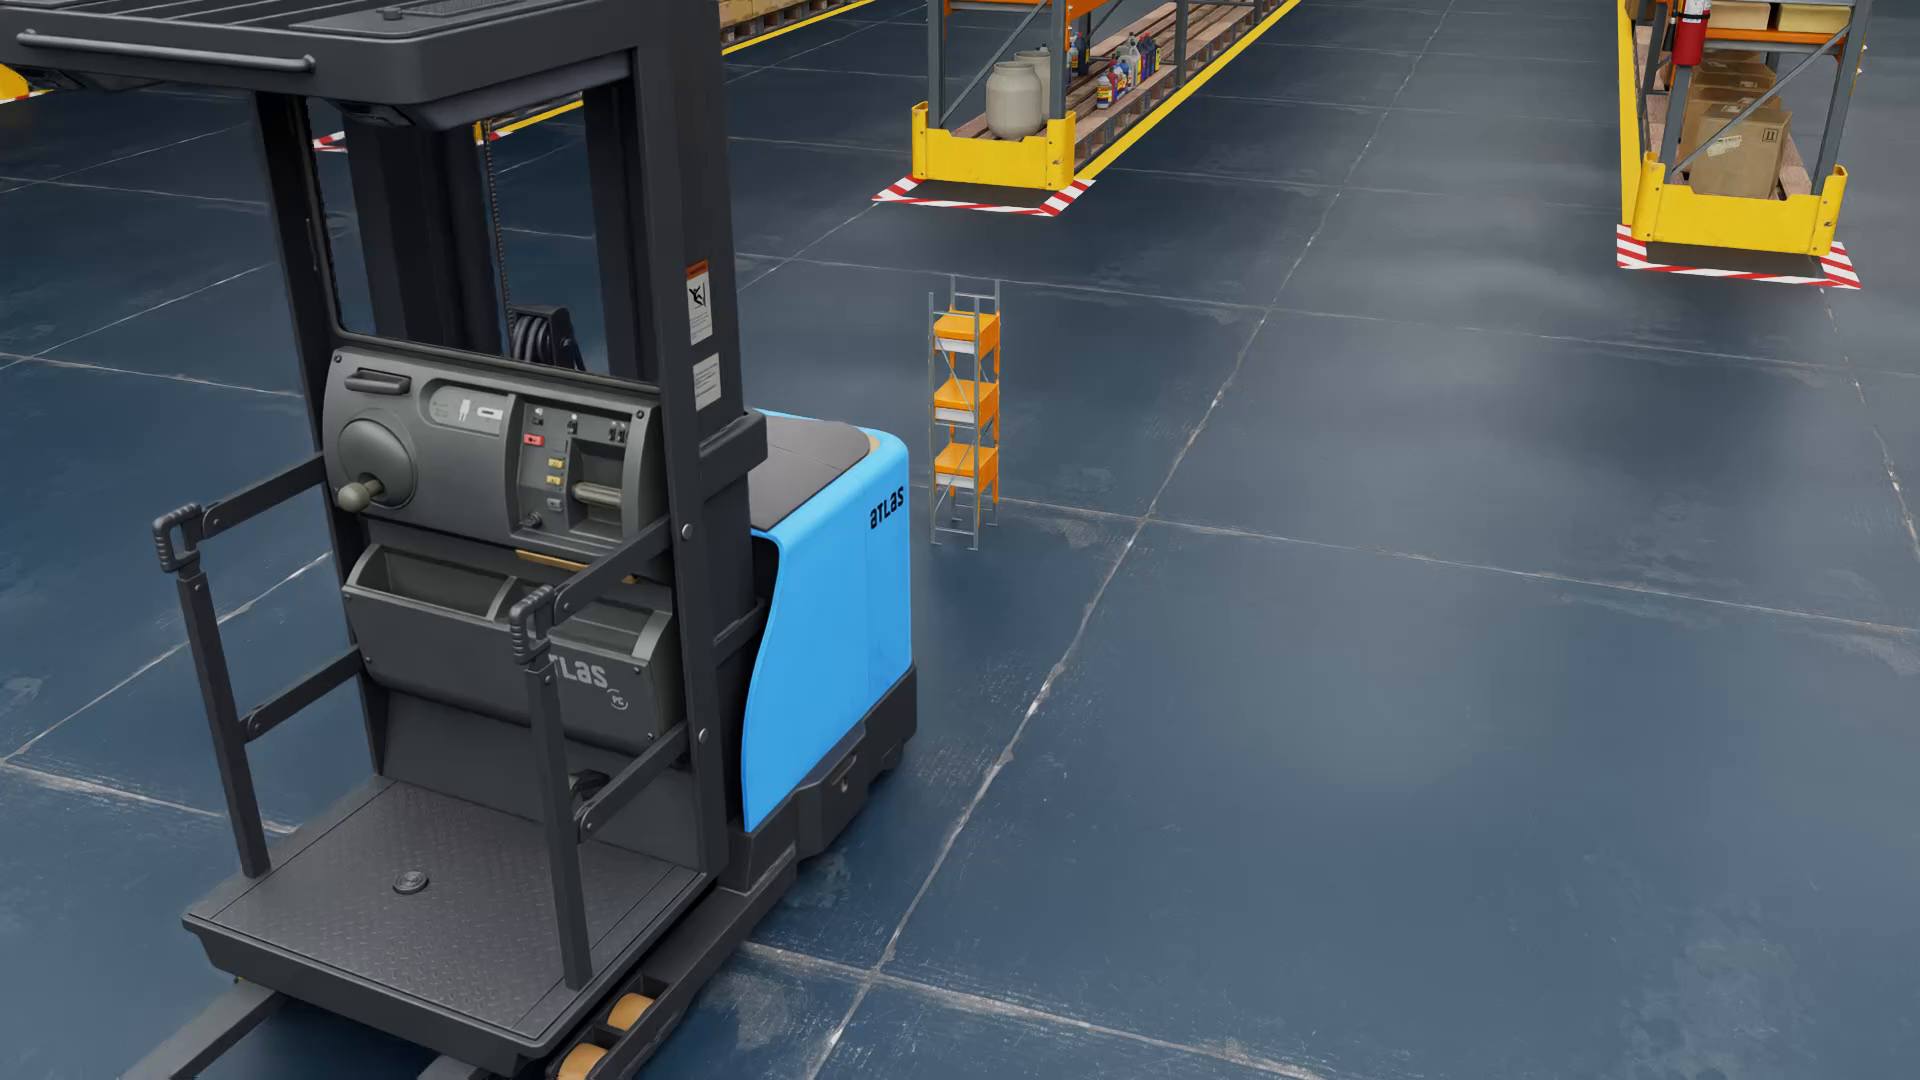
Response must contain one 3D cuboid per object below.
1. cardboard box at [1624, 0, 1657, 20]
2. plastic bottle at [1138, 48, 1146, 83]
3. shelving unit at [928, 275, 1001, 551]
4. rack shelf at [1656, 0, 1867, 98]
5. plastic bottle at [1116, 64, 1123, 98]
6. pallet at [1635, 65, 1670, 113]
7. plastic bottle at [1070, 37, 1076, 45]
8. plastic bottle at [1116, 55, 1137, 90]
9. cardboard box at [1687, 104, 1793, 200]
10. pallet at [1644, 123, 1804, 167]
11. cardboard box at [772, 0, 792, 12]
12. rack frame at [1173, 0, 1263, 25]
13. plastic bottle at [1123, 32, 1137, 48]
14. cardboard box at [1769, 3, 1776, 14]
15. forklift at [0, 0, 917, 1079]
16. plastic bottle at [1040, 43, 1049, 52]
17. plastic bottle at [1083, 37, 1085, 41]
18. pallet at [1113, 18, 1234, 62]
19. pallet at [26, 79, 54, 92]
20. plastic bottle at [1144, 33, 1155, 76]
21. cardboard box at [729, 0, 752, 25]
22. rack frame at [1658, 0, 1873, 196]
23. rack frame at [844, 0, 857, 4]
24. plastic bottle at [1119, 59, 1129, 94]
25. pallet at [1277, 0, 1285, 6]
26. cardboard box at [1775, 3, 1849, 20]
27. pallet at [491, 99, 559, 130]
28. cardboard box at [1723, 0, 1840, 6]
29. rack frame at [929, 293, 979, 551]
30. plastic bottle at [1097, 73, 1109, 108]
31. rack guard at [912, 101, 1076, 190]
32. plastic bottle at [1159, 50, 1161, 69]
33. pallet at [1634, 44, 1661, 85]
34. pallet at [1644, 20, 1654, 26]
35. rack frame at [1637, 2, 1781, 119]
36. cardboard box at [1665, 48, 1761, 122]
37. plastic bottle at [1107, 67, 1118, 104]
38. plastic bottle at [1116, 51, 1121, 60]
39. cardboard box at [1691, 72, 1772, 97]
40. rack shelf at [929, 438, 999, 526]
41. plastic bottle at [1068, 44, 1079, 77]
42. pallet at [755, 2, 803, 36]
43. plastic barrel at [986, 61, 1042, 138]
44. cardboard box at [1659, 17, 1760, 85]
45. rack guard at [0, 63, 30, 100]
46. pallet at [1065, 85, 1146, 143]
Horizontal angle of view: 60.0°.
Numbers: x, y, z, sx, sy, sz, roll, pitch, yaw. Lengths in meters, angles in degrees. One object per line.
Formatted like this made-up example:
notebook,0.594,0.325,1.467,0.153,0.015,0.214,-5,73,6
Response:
cardboard box,7.841,-6.049,17.758,1.225,0.875,0.875,7,27,15
plastic bottle,1.569,-4.128,14.445,0.061,0.283,0.133,11,28,21
shelving unit,0.018,-0.495,6.567,0.215,1.050,0.252,9,27,17
rack shelf,5.595,-3.747,11.871,1.077,0.370,4.000,9,27,17
plastic bottle,1.304,-3.819,13.821,0.097,0.271,0.097,0,26,0
pallet,6.519,-3.957,14.681,1.003,0.211,1.213,9,27,17
plastic bottle,0.989,-4.378,14.971,0.152,0.276,0.135,10,27,19
plastic bottle,1.419,-3.998,14.187,0.152,0.276,0.135,9,27,18
cardboard box,5.154,-2.567,10.995,0.500,0.500,0.500,14,29,27
pallet,5.667,-2.853,12.400,1.003,0.211,1.213,9,27,17
cardboard box,-2.200,-6.044,18.464,0.500,0.250,0.500,9,27,18
rack frame,2.921,-7.254,18.291,1.000,3.000,0.127,9,27,17
plastic bottle,1.512,-4.331,14.787,0.144,0.351,0.185,9,27,17
cardboard box,5.512,-3.524,10.875,0.380,0.149,0.250,9,27,17
forklift,-1.213,-0.173,3.743,1.130,2.935,3.031,11,28,22
plastic bottle,0.726,-4.092,14.295,0.144,0.351,0.185,9,27,17
plastic bottle,1.090,-4.366,14.939,0.061,0.283,0.133,9,27,17
pallet,2.219,-5.187,17.220,1.003,0.211,1.213,9,27,17
pallet,-8.754,-4.508,15.819,1.003,0.211,1.213,9,27,17
plastic bottle,1.648,-4.310,14.744,0.144,0.351,0.185,8,27,16
cardboard box,-2.540,-5.621,17.592,0.500,0.250,0.500,9,27,19
rack frame,4.930,-3.248,10.017,1.000,3.000,0.127,9,27,17
rack frame,-1.748,-7.974,19.777,1.000,3.000,0.127,9,27,17
plastic bottle,1.371,-3.902,13.993,0.097,0.271,0.097,0,26,0
pallet,3.552,-6.829,20.612,1.003,0.211,1.213,9,27,17
cardboard box,5.351,-3.318,10.449,0.380,0.149,0.250,9,27,17
pallet,-4.196,-3.752,14.257,1.003,0.211,1.213,9,27,17
cardboard box,5.139,-3.649,10.389,0.875,0.500,0.500,9,27,17
rack frame,-0.023,-0.444,6.463,0.200,1.050,0.008,9,27,17
plastic bottle,1.156,-3.637,13.445,0.097,0.271,0.097,0,26,0
rack guard,0.240,-2.880,12.124,1.175,0.500,0.348,9,27,17
plastic bottle,1.763,-4.355,15.008,0.097,0.201,0.097,0,26,0
pallet,6.923,-4.460,15.720,1.003,0.211,1.213,9,27,17
pallet,7.926,-5.594,18.061,1.003,0.211,1.213,9,27,17
rack frame,6.261,-4.892,13.412,1.000,3.000,0.127,9,27,17
cardboard box,5.907,-3.561,13.049,0.500,0.500,0.500,19,32,34
plastic bottle,1.249,-3.732,13.629,0.061,0.283,0.133,9,27,18
plastic bottle,1.371,-4.072,14.331,0.061,0.283,0.133,9,27,17
cardboard box,5.546,-3.072,12.039,0.500,0.500,0.500,11,28,22
rack shelf,0.018,-0.235,6.692,0.215,0.259,0.240,9,27,17
plastic bottle,0.996,-4.232,14.674,0.097,0.271,0.097,0,26,0
pallet,-2.467,-5.887,18.666,1.003,0.211,1.213,9,27,17
plastic barrel,0.406,-3.317,12.533,0.421,0.512,0.421,0,26,0
cardboard box,6.486,-4.214,14.376,0.700,0.500,0.500,7,27,13
rack guard,-9.058,-4.310,15.077,1.175,0.500,0.348,9,27,17
pallet,0.923,-3.582,13.907,1.003,0.211,1.213,9,27,17
